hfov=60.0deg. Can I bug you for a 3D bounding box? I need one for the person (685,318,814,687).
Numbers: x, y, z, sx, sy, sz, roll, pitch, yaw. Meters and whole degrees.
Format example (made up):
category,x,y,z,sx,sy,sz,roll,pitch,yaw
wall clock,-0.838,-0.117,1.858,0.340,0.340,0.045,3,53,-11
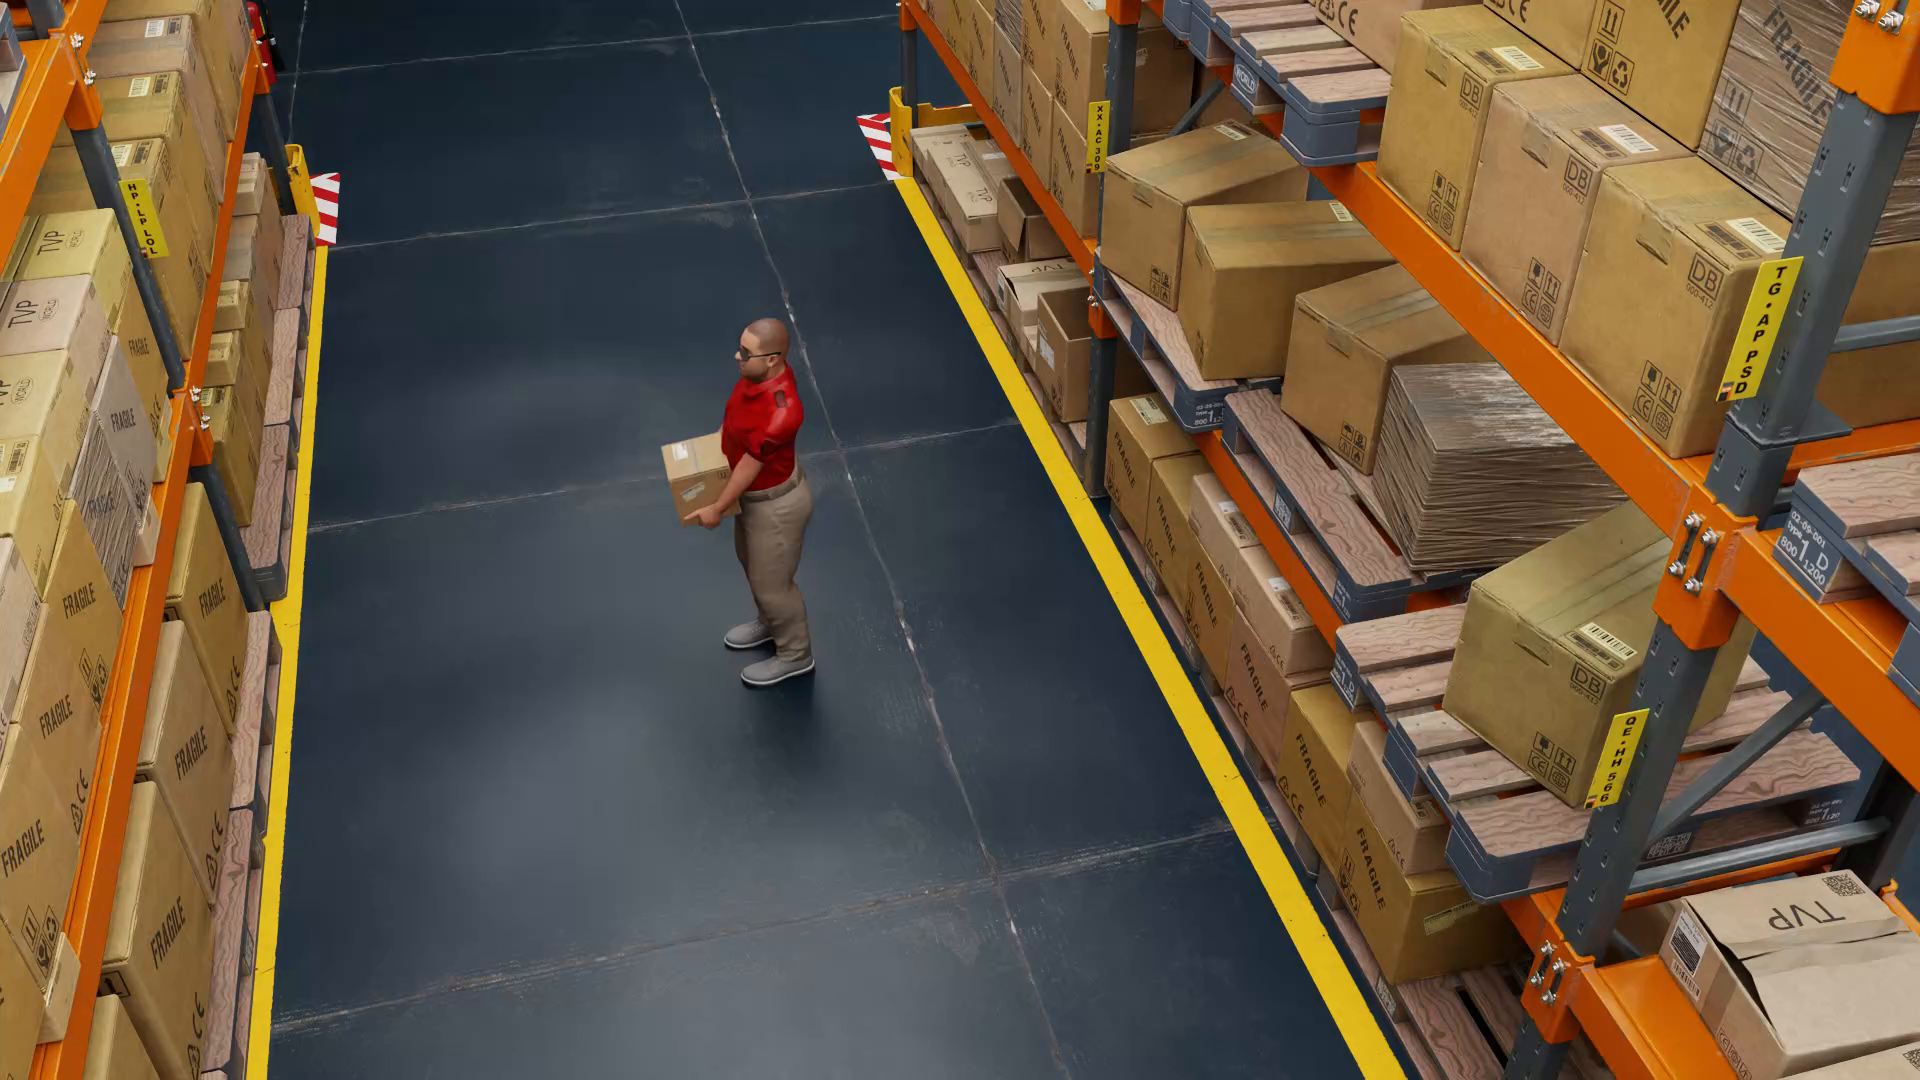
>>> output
category,x,y,z,sx,sy,sz,roll,pitch,yaw
person,-0.886,-0.148,6.927,0.540,1.722,0.490,-9,39,-12
